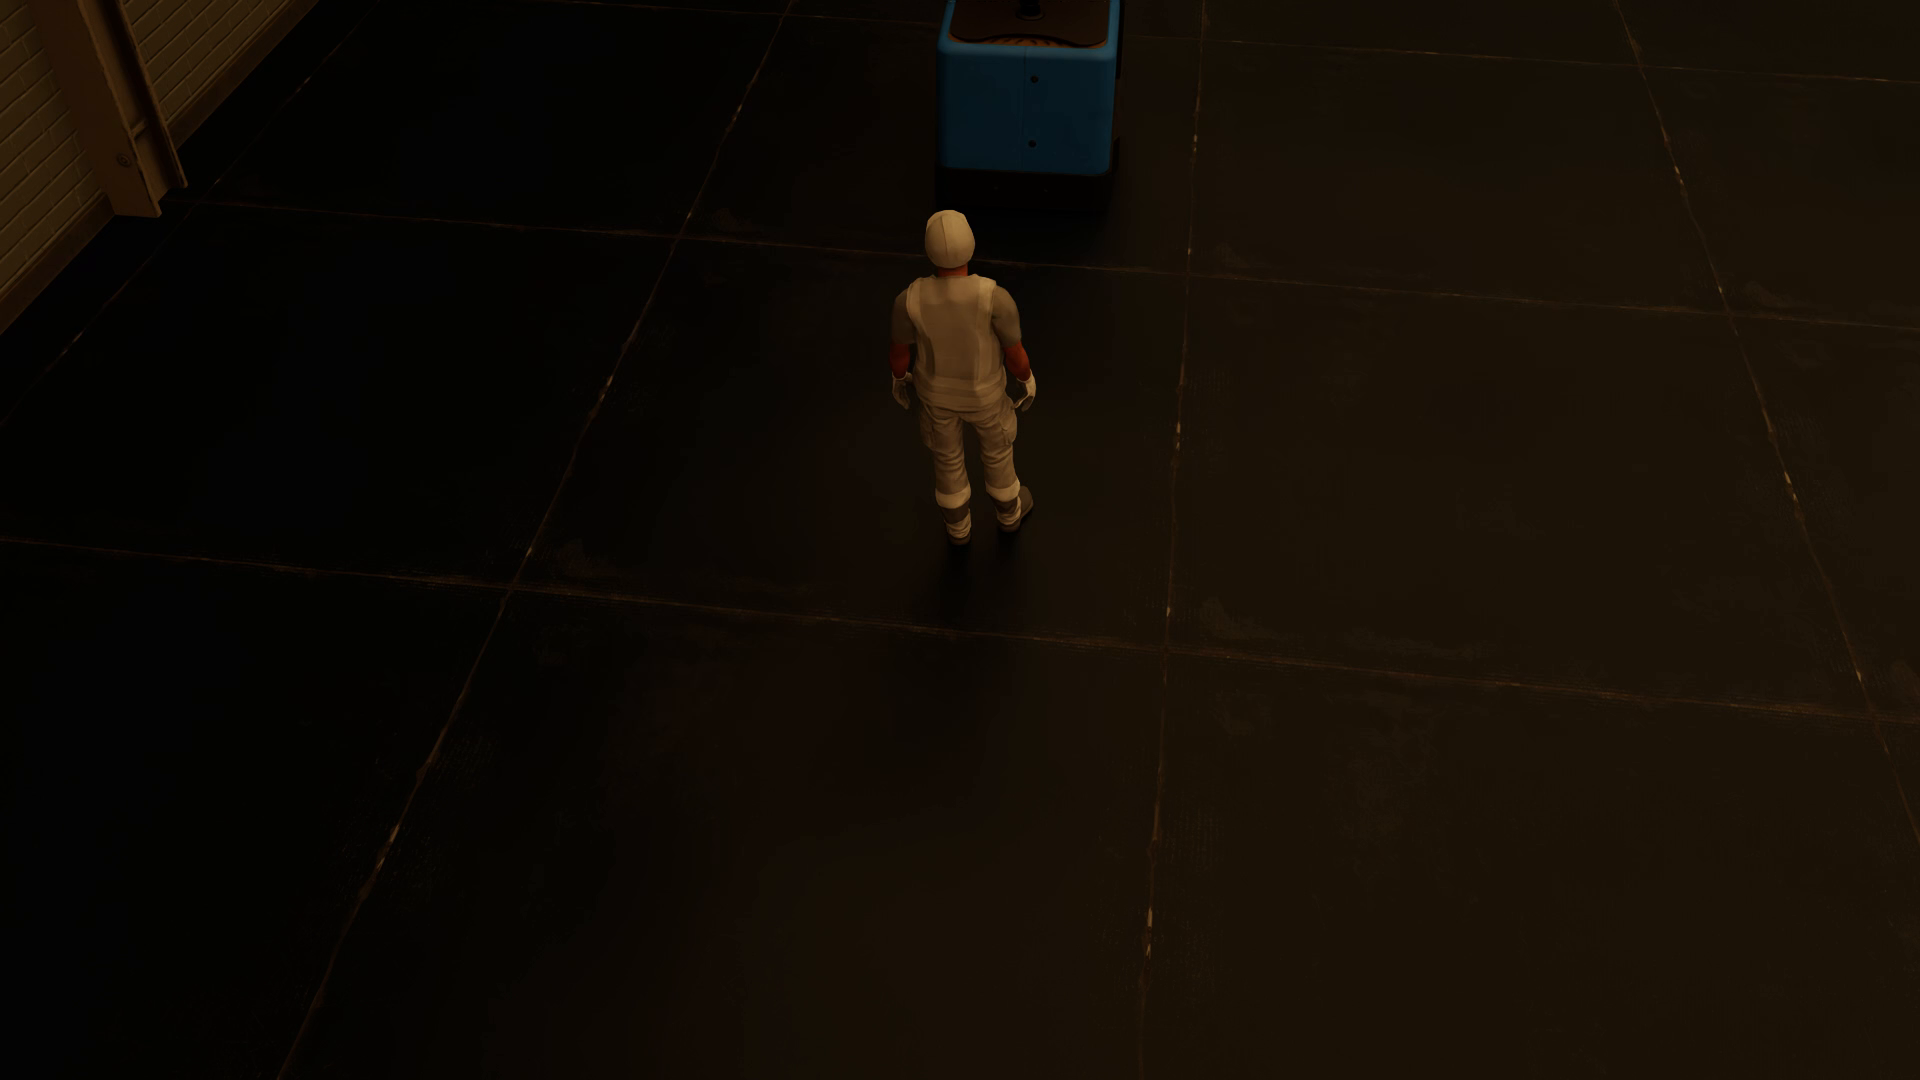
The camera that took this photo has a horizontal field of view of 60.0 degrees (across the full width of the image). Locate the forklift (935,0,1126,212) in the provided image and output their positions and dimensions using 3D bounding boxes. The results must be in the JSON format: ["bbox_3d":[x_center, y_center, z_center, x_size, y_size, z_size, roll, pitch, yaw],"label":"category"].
[{"bbox_3d":[0.515,-4.031,10.112,1.130,2.935,3.031,4,43,4],"label":"forklift"}]

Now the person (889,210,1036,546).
[{"bbox_3d":[0.023,-0.717,7.338,0.637,1.787,0.564,5,43,6],"label":"person"}]
